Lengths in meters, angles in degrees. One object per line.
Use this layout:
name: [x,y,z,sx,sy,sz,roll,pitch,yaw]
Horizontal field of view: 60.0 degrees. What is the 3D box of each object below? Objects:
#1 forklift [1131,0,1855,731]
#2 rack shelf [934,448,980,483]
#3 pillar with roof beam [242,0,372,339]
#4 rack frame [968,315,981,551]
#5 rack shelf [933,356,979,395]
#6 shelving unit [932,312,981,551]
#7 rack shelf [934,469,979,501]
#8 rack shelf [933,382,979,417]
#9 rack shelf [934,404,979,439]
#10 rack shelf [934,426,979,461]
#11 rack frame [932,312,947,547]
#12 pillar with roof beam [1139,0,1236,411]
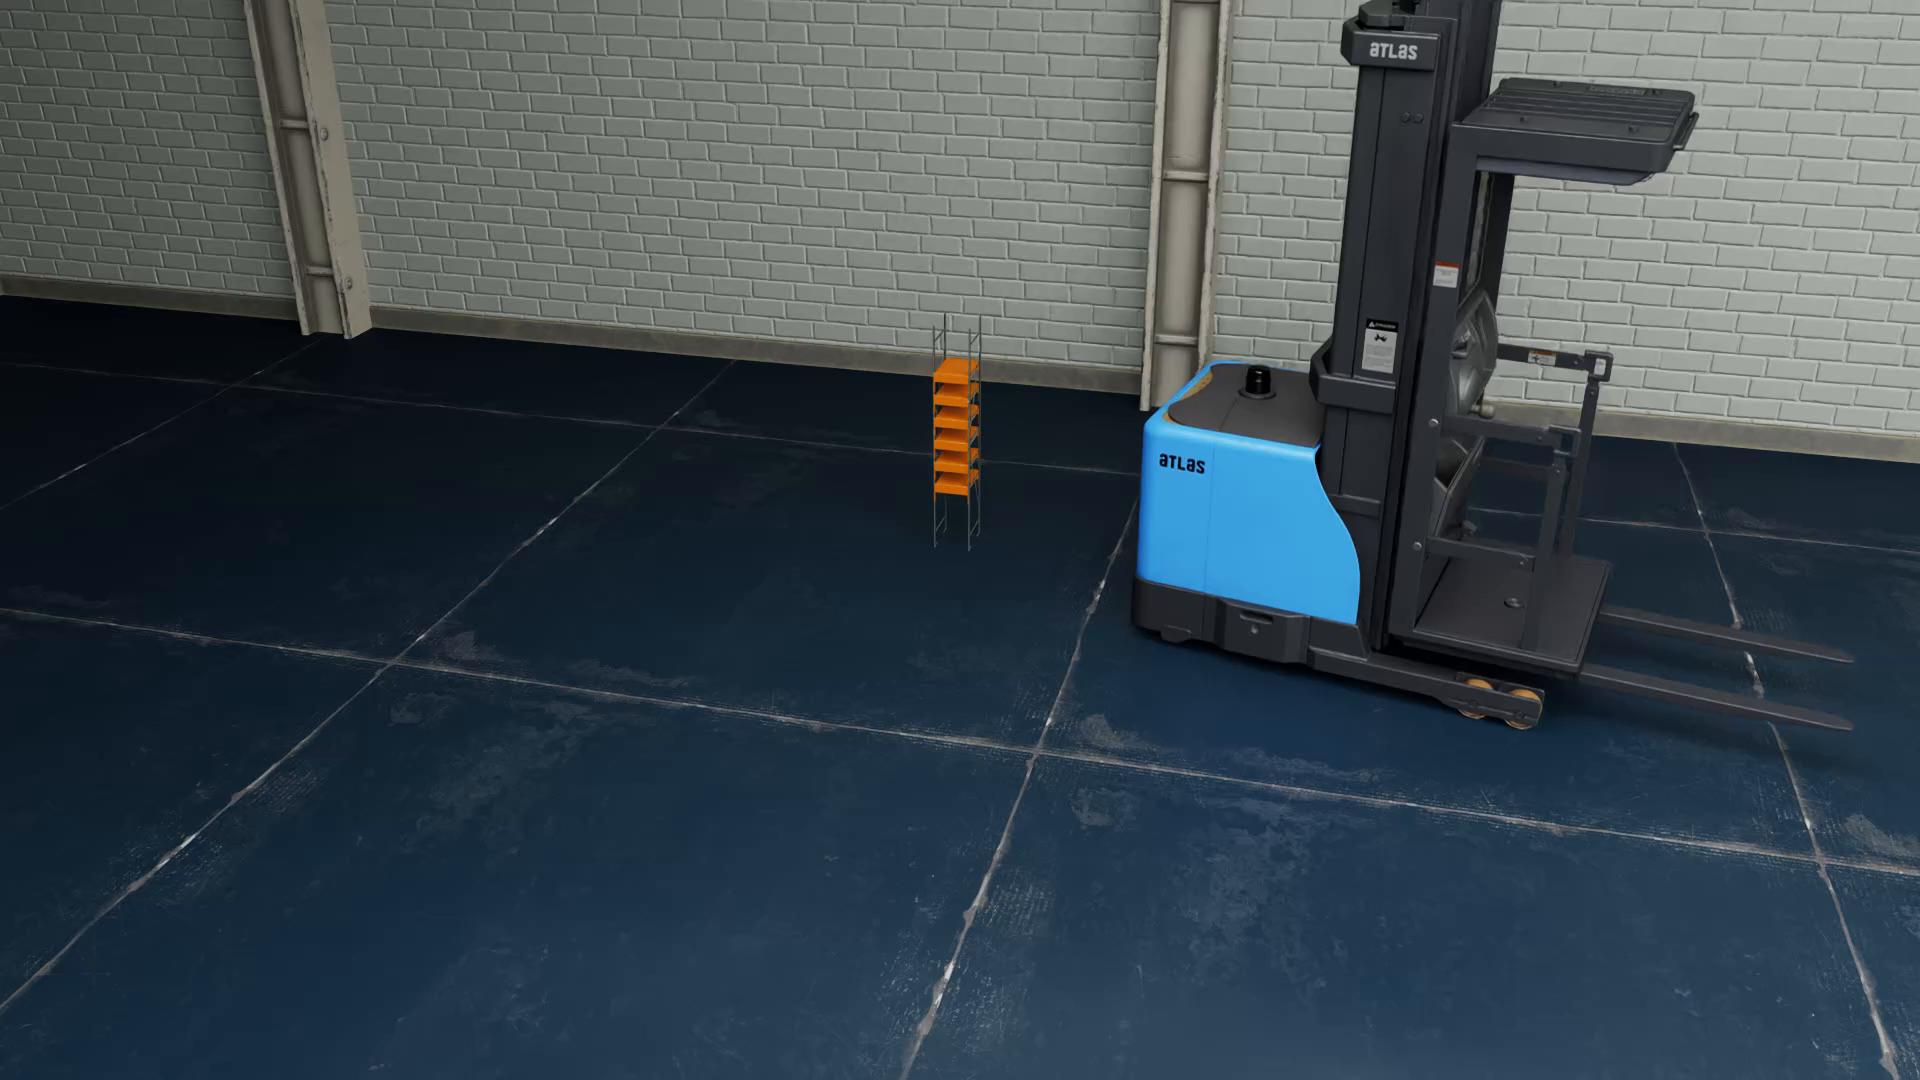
forklift: [2.356,-0.781,6.981,3.031,2.935,1.130,12,28,24]
rack shelf: [-0.014,-0.395,8.566,0.180,0.103,0.258,6,26,13]
pillar with roof beam: [-5.524,-3.773,6.207,0.400,9.000,9.100,6,26,13]
rack frame: [0.075,-0.533,8.475,0.006,1.200,0.240,6,26,13]
rack shelf: [-0.014,-0.828,8.360,0.180,0.103,0.258,6,26,13]
shelving unit: [-0.014,-0.543,8.495,0.189,1.200,0.258,6,26,13]
rack shelf: [-0.014,-0.286,8.618,0.180,0.103,0.258,6,26,13]
rack shelf: [-0.014,-0.720,8.411,0.180,0.103,0.258,6,26,13]
rack shelf: [-0.014,-0.612,8.463,0.180,0.103,0.258,6,26,13]
rack shelf: [-0.014,-0.503,8.514,0.180,0.103,0.258,6,26,13]
rack frame: [-0.103,-0.553,8.516,0.006,1.200,0.240,6,26,13]
pillar with roof beam: [0.287,-3.131,4.857,0.400,9.000,9.100,6,26,13]
